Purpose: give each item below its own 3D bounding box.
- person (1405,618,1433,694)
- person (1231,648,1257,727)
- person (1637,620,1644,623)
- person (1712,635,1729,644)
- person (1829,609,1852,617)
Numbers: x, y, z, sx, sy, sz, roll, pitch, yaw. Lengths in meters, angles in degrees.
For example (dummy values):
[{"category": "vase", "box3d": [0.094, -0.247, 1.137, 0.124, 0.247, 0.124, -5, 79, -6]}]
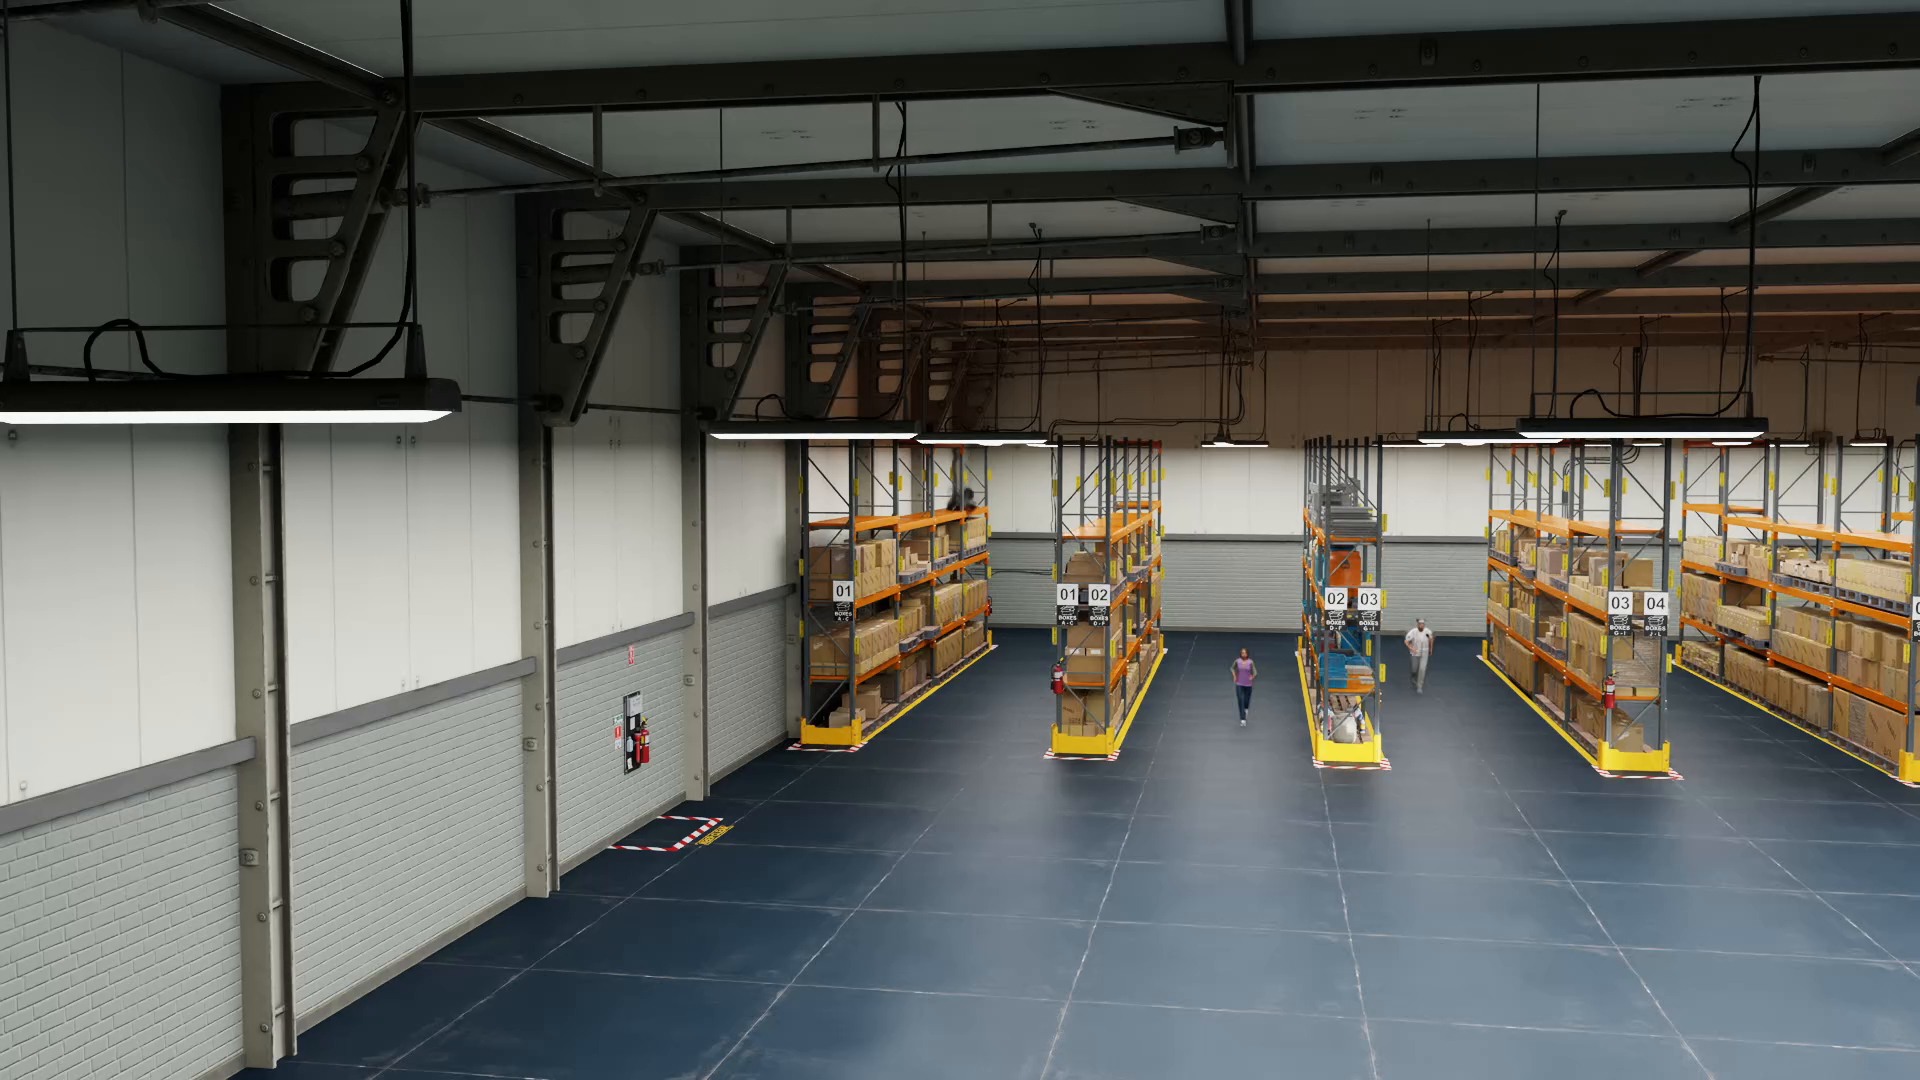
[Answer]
[{"category": "person", "box3d": [10.913, 2.718, 39.552, 0.669, 1.776, 0.927, 0, 3, 4]}, {"category": "person", "box3d": [5.939, 3.051, 34.807, 0.541, 1.598, 0.839, 0, 3, 9]}, {"category": "person", "box3d": [17.834, 2.492, 43.754, 0.694, 1.811, 0.735, 1, 3, 16]}, {"category": "person", "box3d": [20.755, 2.362, 45.494, 0.972, 1.765, 0.699, 0, 3, -9]}, {"category": "person", "box3d": [23.646, 2.393, 44.887, 1.040, 1.773, 0.708, 0, 3, 4]}]
